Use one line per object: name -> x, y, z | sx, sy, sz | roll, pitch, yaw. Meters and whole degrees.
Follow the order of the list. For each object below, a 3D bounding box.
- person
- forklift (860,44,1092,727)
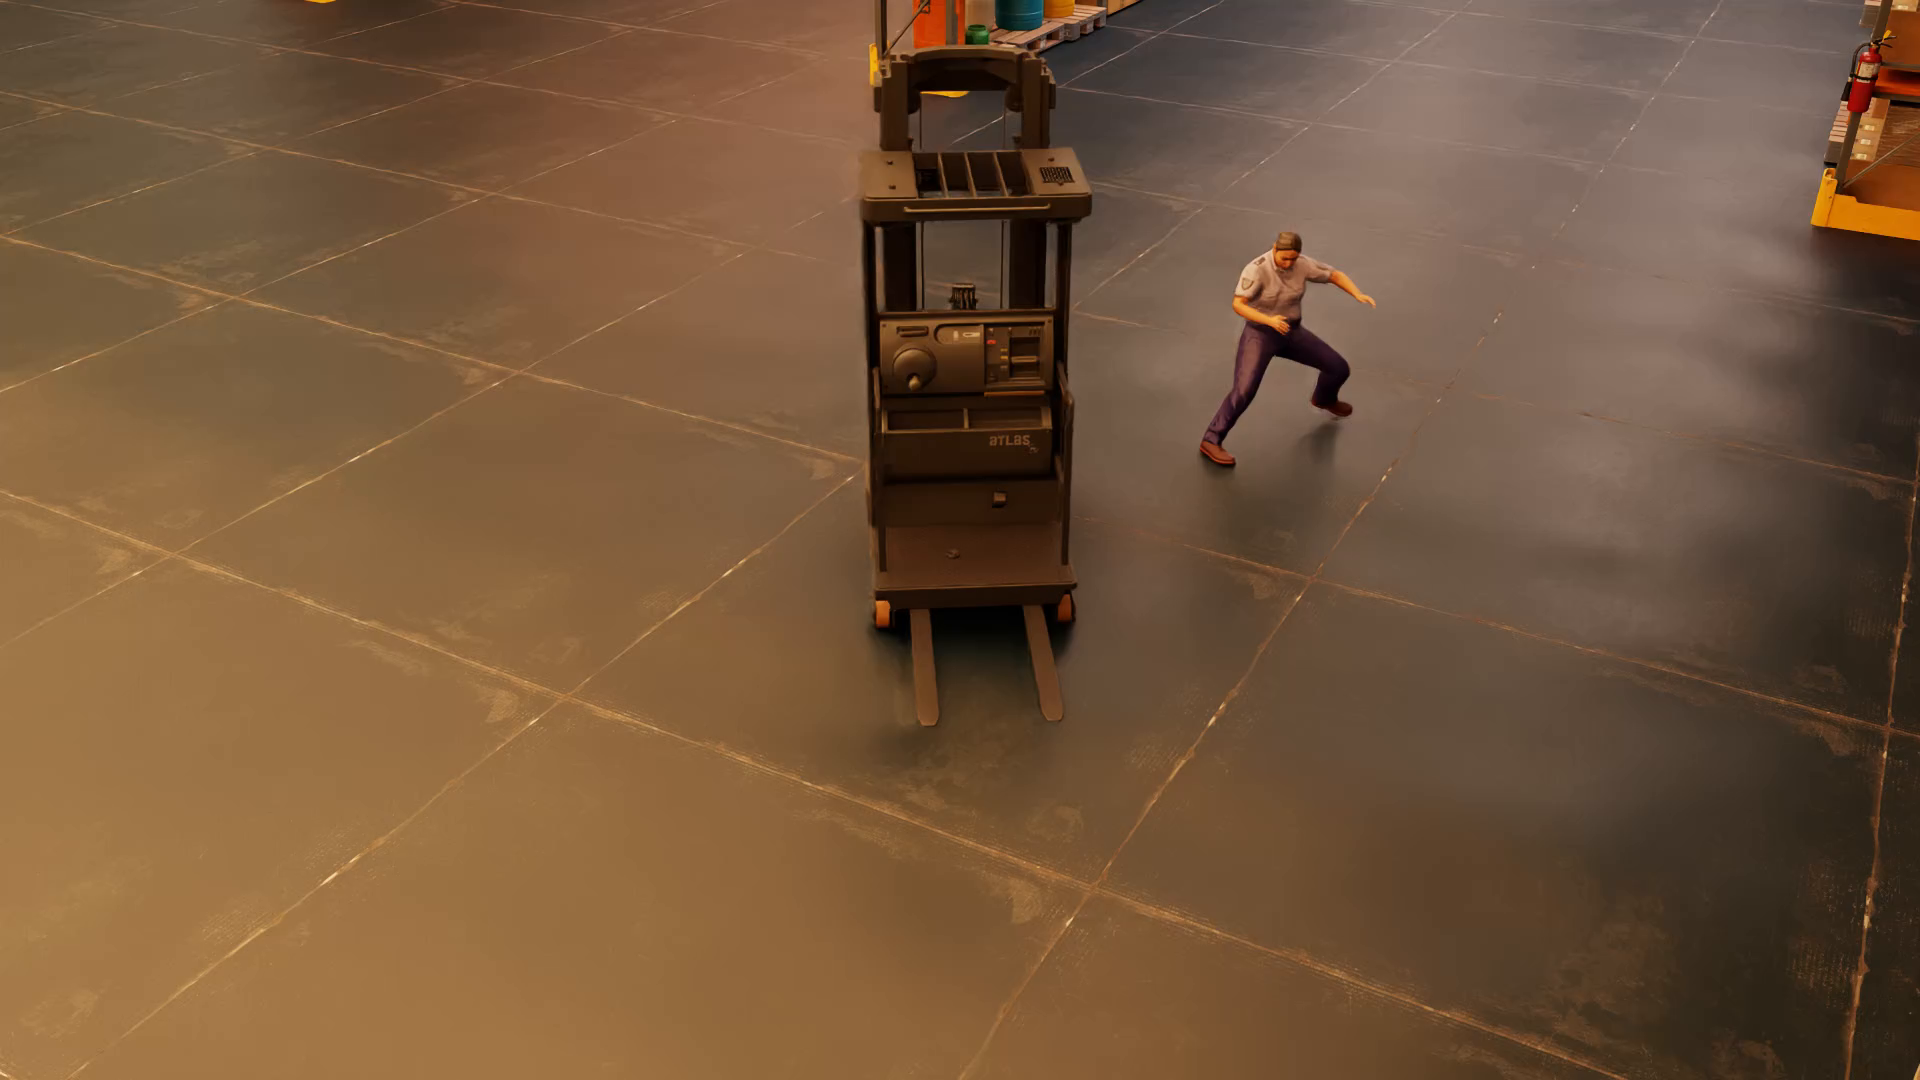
person -> 2.155, -1.316, 10.852 | 1.225, 1.431, 0.630 | -8, 31, -14
forklift -> 0.054, -0.947, 8.712 | 1.130, 2.935, 3.031 | -2, 30, -3
